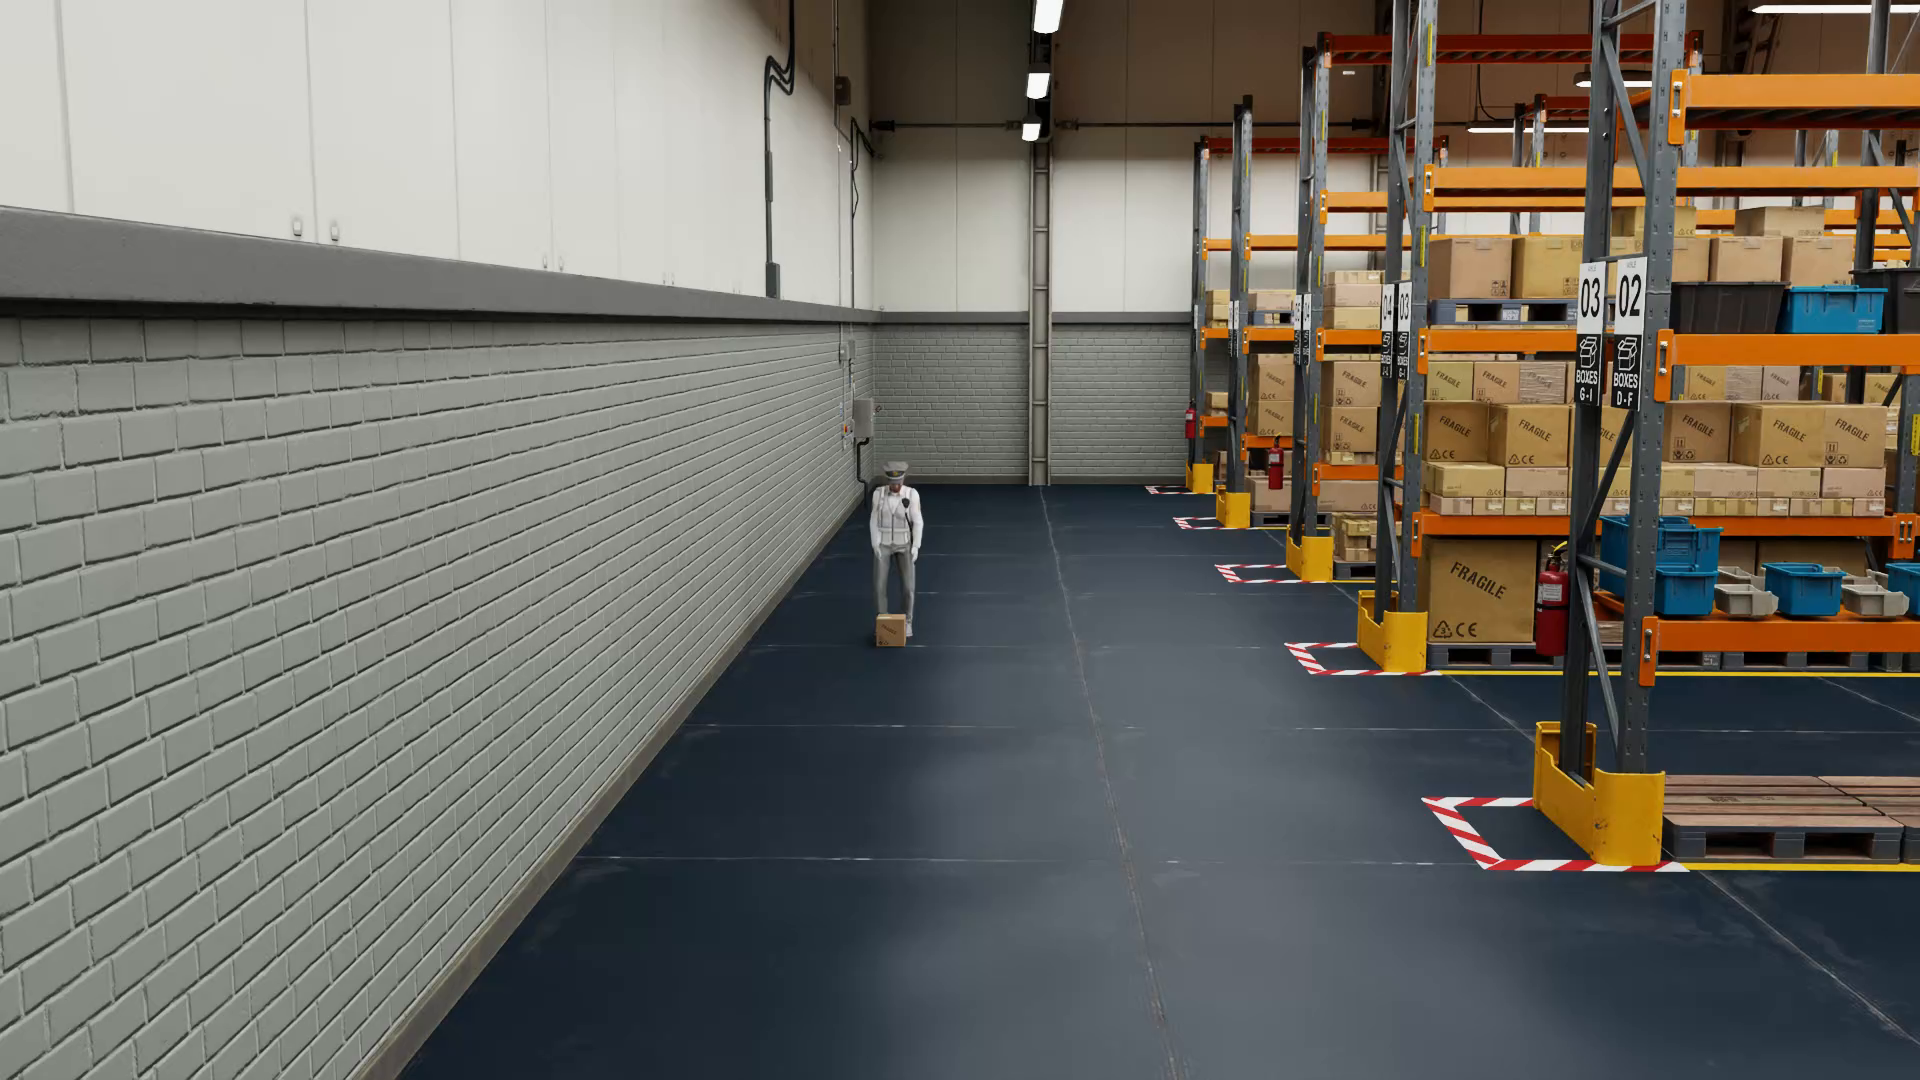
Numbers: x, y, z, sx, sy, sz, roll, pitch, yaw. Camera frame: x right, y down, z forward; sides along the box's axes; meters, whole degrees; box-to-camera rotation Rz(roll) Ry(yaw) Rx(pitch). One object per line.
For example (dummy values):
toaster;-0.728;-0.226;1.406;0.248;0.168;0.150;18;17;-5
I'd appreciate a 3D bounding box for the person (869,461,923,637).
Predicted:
person;-0.588;0.082;15.341;0.500;1.626;0.446;0;7;3
